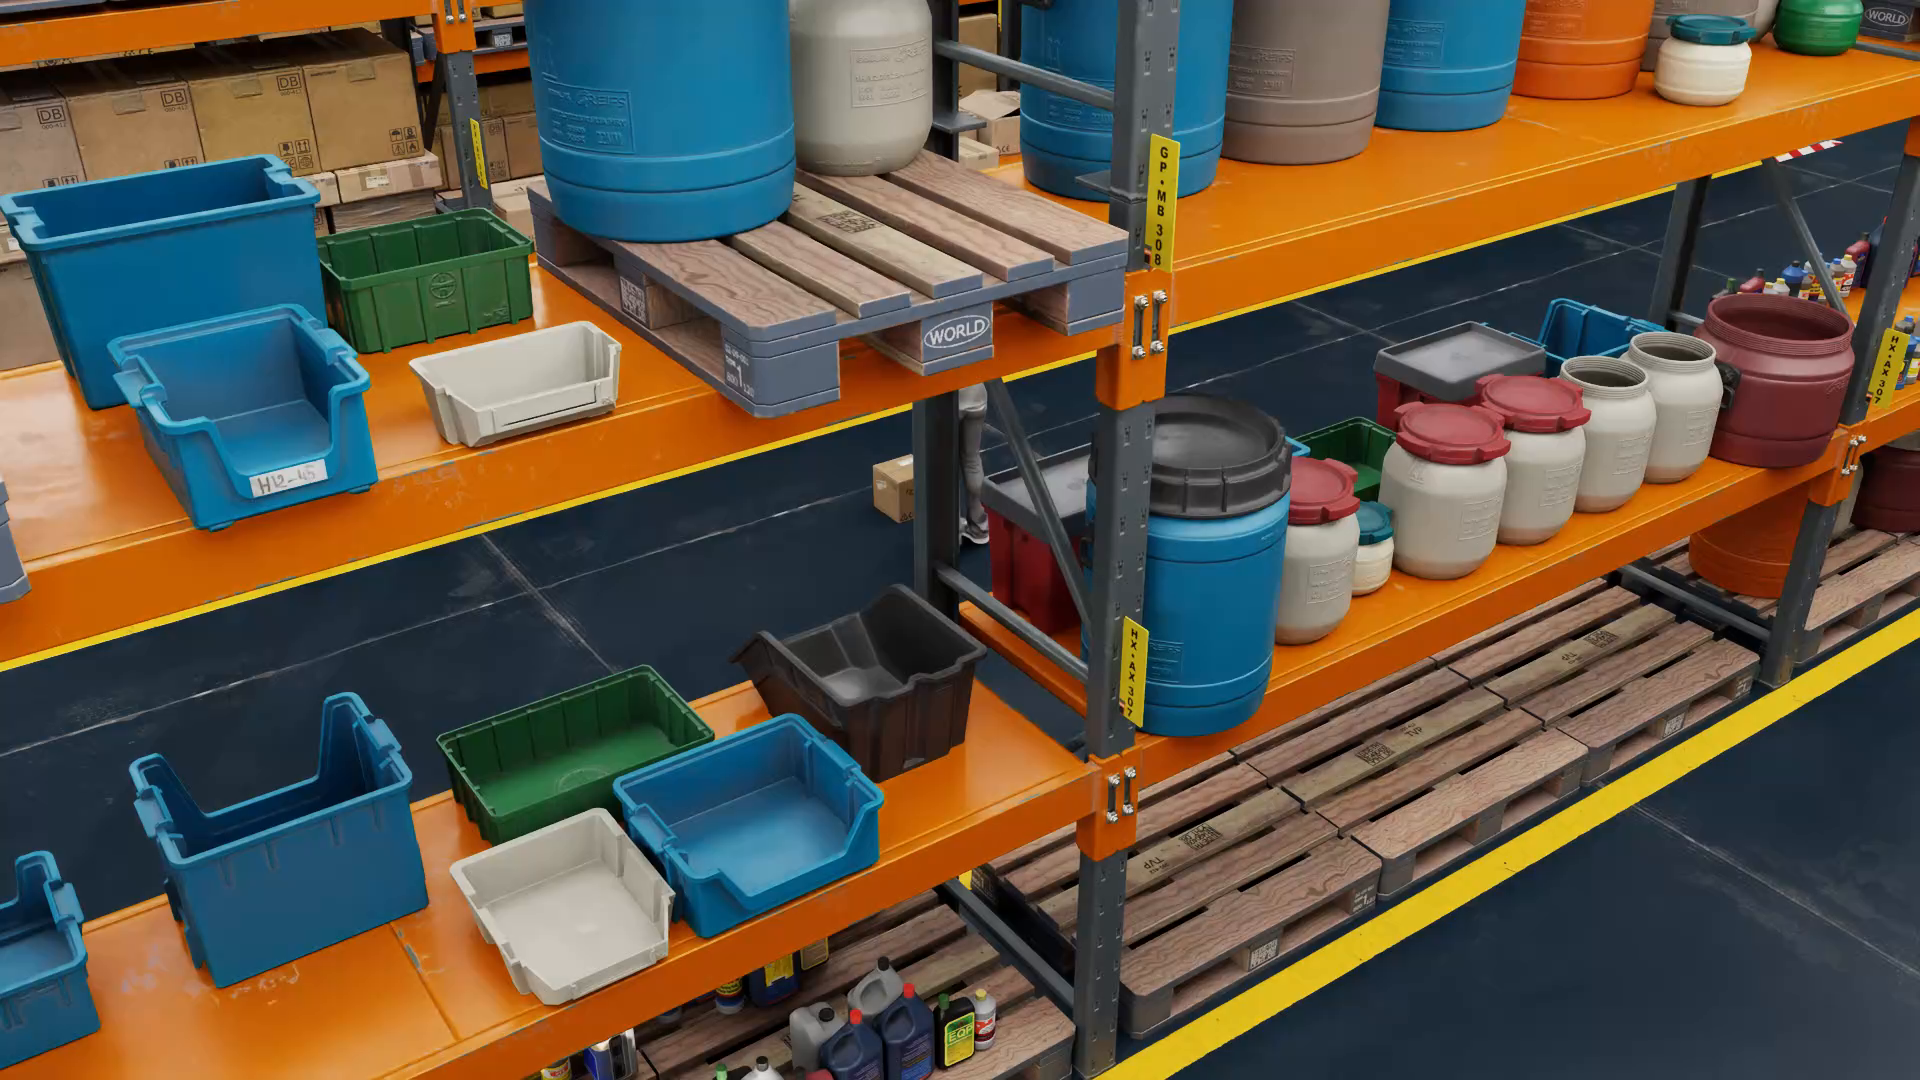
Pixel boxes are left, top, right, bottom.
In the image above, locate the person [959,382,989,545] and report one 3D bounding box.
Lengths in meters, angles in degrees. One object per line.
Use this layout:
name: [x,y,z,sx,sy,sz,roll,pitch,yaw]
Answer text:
person: [-0.042,-0.669,8.366,0.407,1.582,0.299,-18,34,-29]
